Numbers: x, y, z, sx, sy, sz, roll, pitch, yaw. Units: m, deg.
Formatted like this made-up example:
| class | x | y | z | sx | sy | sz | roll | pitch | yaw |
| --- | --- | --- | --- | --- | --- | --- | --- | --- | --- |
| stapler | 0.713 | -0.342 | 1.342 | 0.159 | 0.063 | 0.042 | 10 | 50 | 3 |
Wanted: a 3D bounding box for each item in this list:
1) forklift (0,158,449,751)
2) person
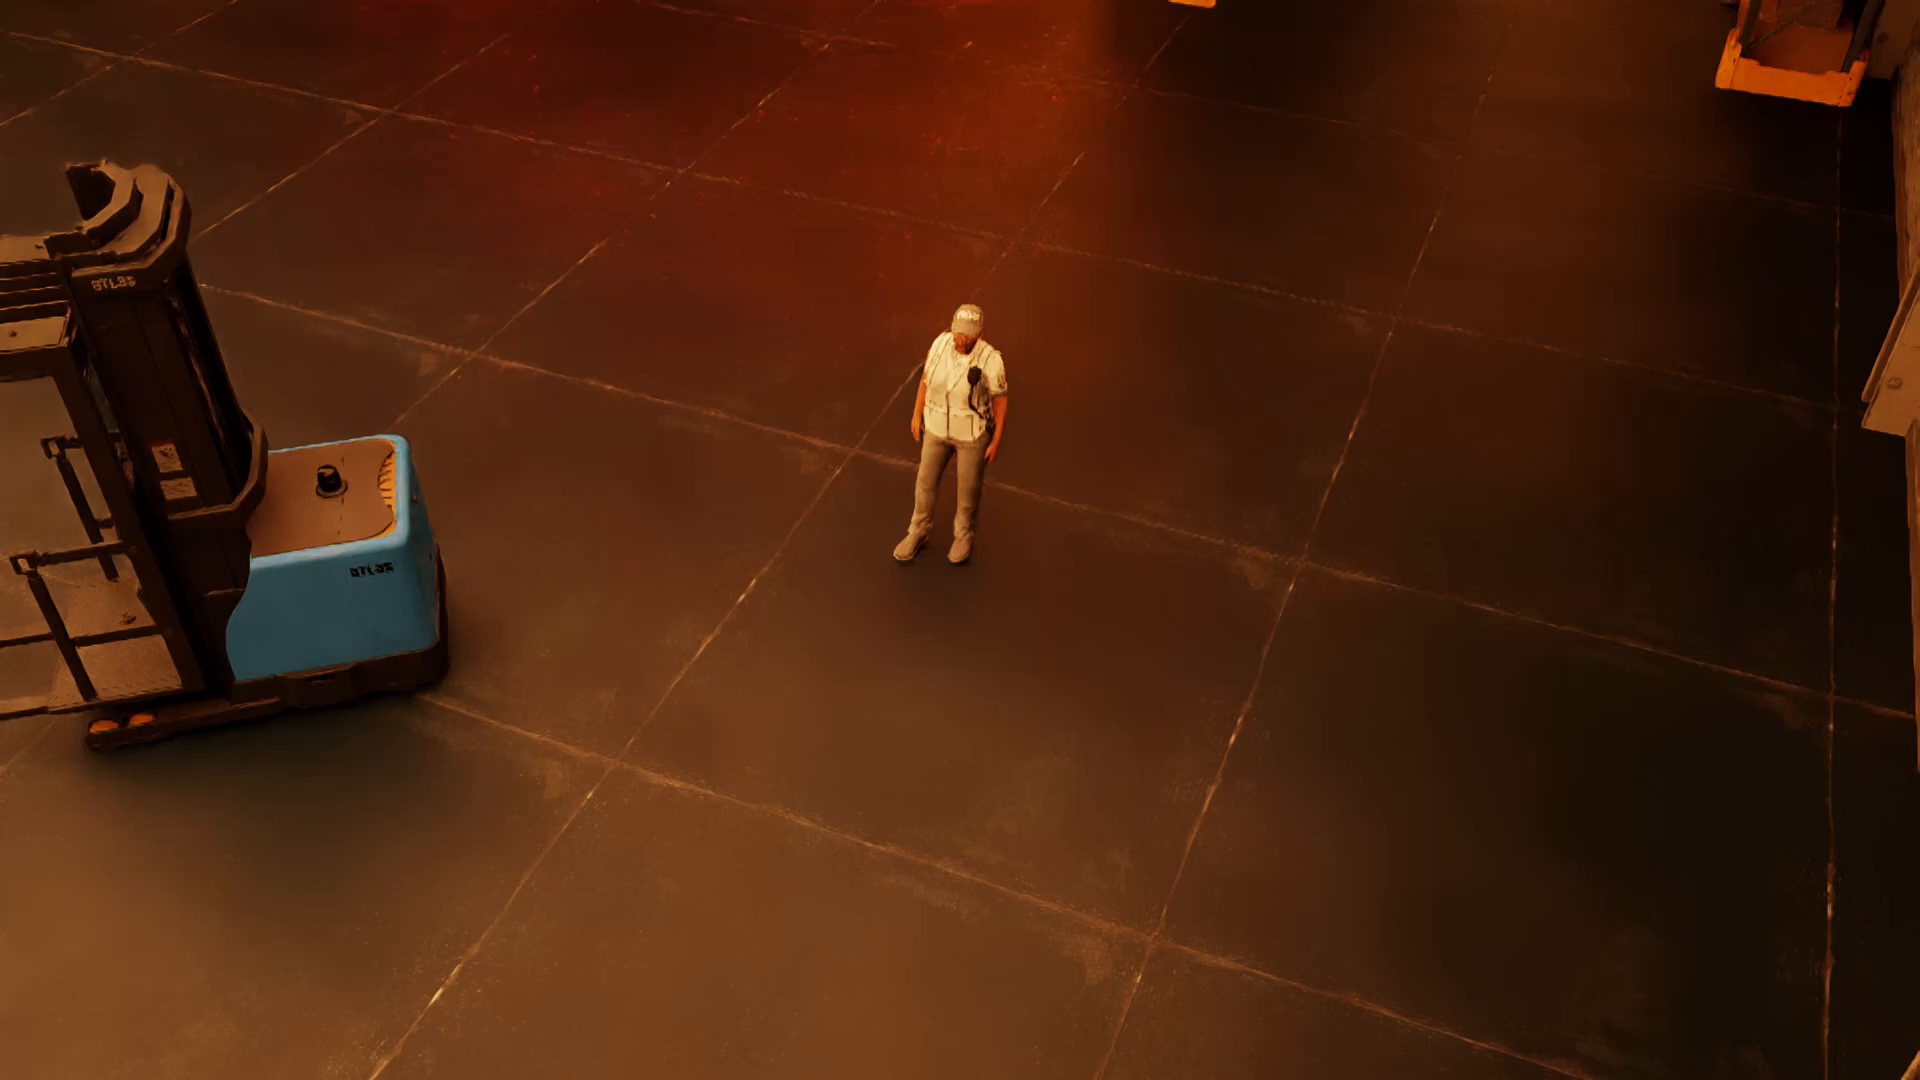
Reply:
| class | x | y | z | sx | sy | sz | roll | pitch | yaw |
| --- | --- | --- | --- | --- | --- | --- | --- | --- | --- |
| forklift | -4.441 | -0.372 | 8.450 | 3.031 | 2.935 | 1.130 | -10 | 41 | -11 |
| person | -0.050 | -0.605 | 9.703 | 0.598 | 1.669 | 0.529 | 15 | 42 | 17 |
